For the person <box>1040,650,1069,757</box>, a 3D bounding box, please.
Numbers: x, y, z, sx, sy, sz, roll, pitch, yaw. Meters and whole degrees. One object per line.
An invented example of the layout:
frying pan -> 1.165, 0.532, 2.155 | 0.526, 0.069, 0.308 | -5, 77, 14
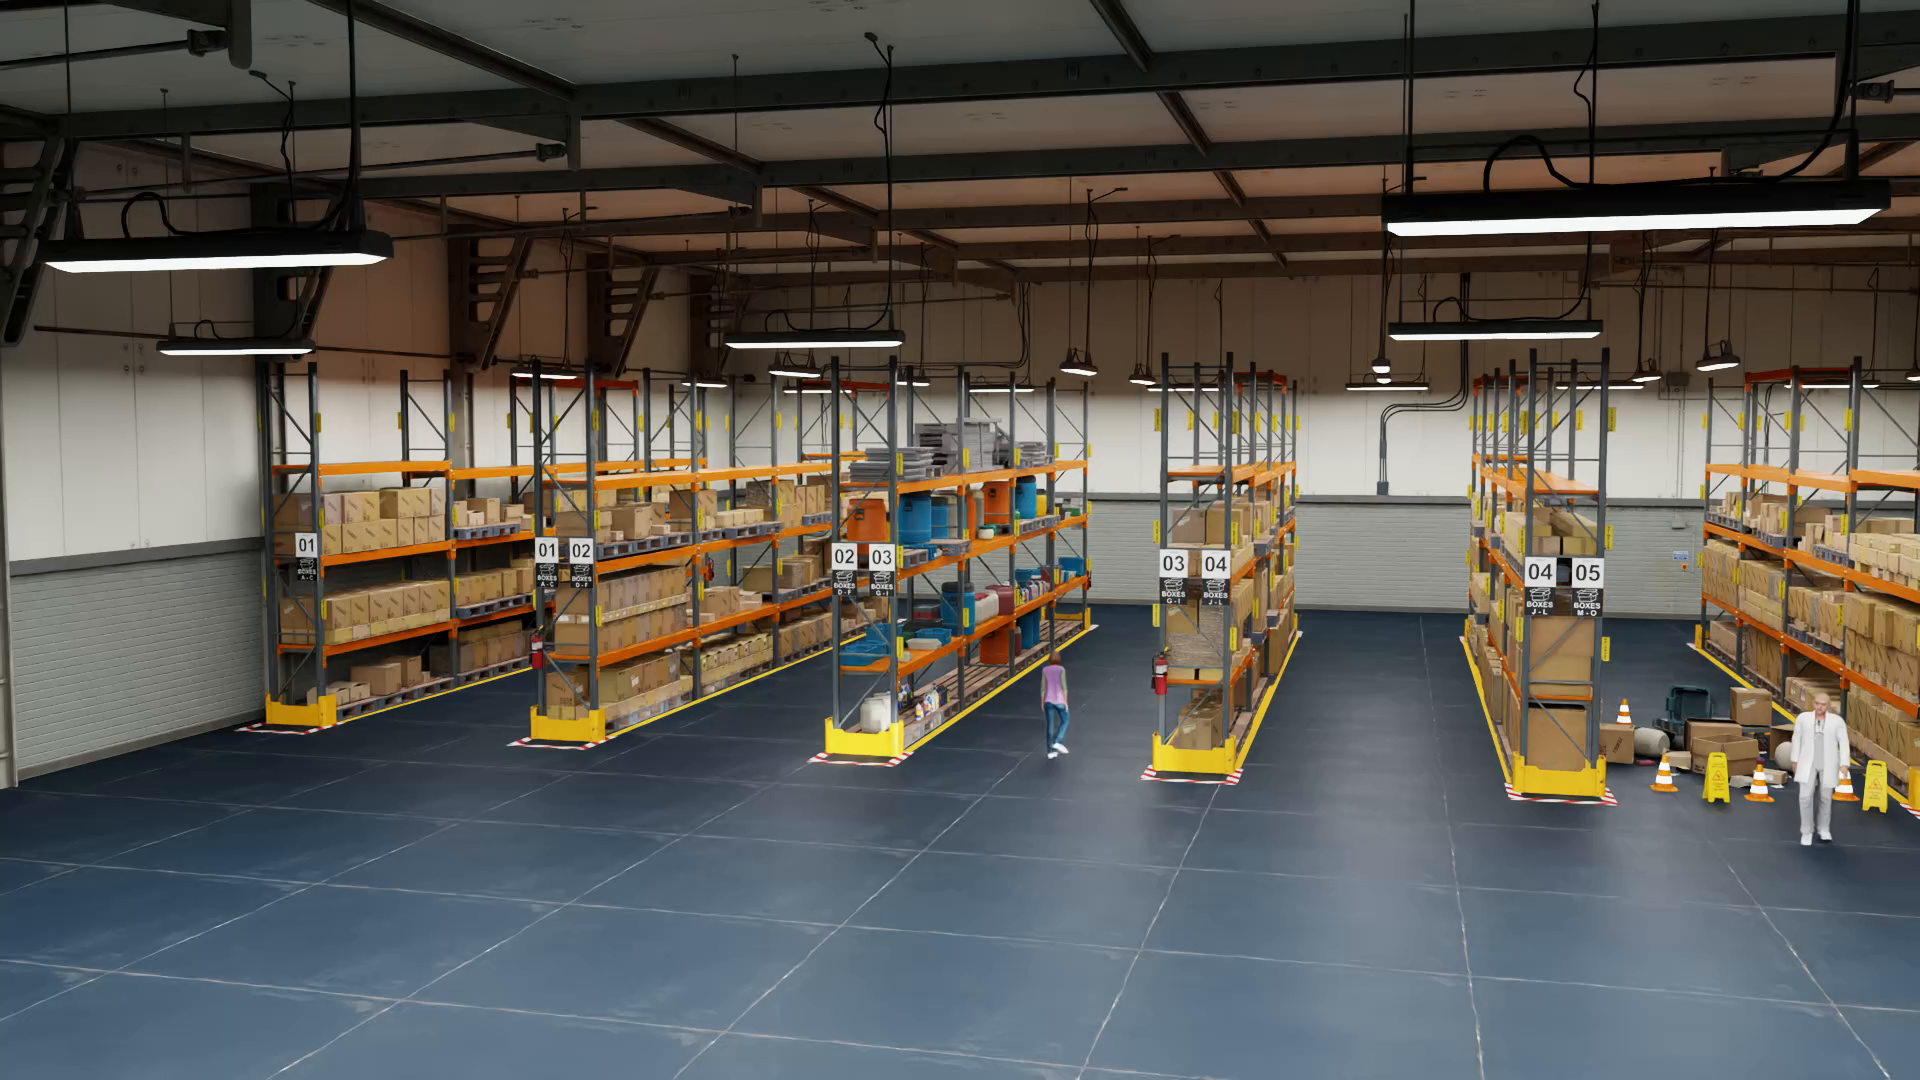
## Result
person -> 1.412, 2.448, 24.894 | 0.450, 1.586, 0.442 | 2, 4, 22

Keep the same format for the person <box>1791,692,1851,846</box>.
person -> 10.273, 2.740, 19.860 | 0.643, 1.849, 0.605 | 2, 5, 30

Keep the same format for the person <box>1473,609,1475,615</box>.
person -> 12.305, 1.349, 39.270 | 0.489, 1.760, 0.583 | -1, 4, -10
